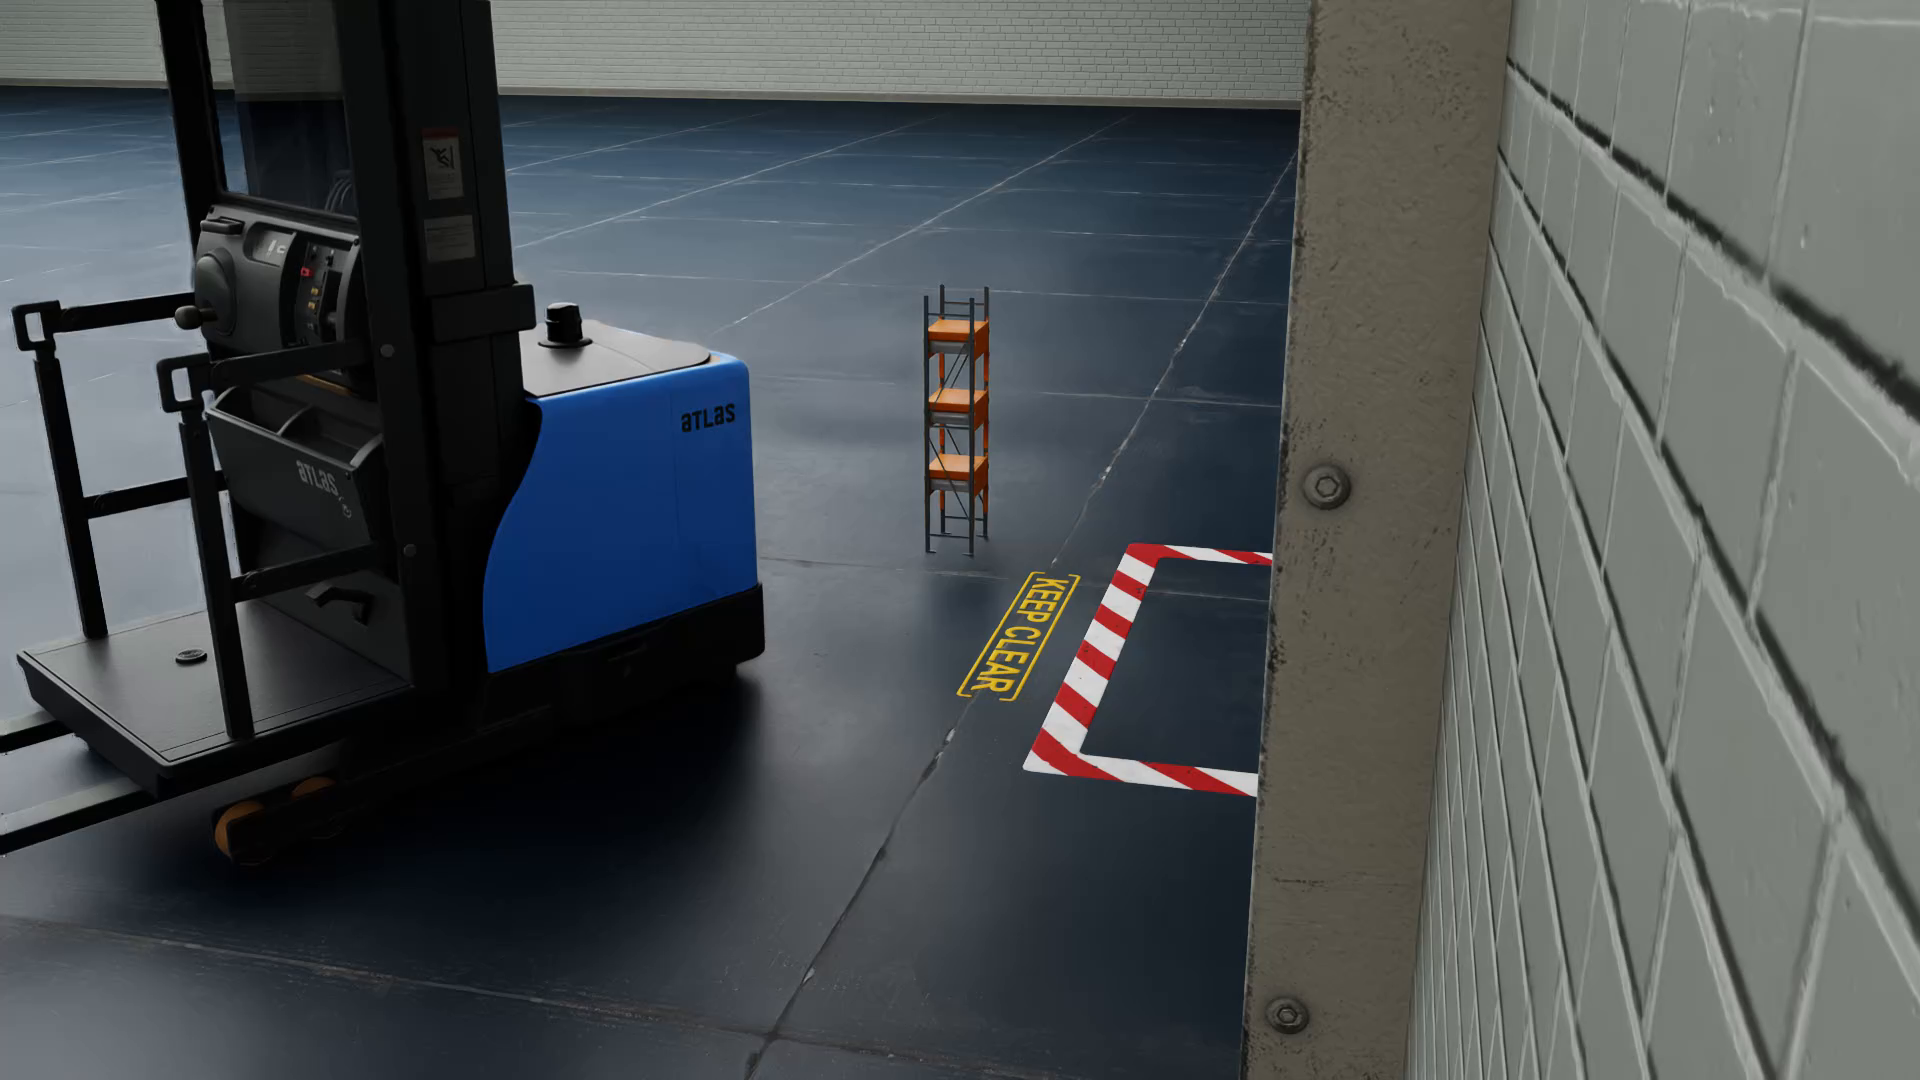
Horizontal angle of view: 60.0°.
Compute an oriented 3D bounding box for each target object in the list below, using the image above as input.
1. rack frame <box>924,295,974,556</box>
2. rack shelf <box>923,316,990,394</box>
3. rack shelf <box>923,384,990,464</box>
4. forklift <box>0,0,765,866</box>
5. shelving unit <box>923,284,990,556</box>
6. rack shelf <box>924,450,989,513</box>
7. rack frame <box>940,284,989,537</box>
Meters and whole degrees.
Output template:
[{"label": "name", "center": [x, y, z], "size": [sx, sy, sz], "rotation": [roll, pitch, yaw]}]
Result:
[{"label": "rack frame", "center": [-0.043, -0.442, 6.581], "size": [0.200, 1.050, 0.008], "rotation": [5, 19, 13]}, {"label": "rack shelf", "center": [-0.013, -0.739, 6.605], "size": [0.215, 0.259, 0.240], "rotation": [5, 19, 13]}, {"label": "rack shelf", "center": [-0.013, -0.470, 6.696], "size": [0.215, 0.259, 0.240], "rotation": [5, 19, 13]}, {"label": "forklift", "center": [-2.041, -0.713, 4.466], "size": [1.130, 2.935, 3.031], "rotation": [17, 25, 41]}, {"label": "shelving unit", "center": [-0.013, -0.480, 6.693], "size": [0.215, 1.050, 0.252], "rotation": [5, 19, 13]}, {"label": "rack shelf", "center": [-0.013, -0.207, 6.786], "size": [0.215, 0.259, 0.240], "rotation": [5, 19, 13]}, {"label": "rack frame", "center": [0.017, -0.518, 6.805], "size": [0.200, 1.050, 0.008], "rotation": [5, 19, 13]}]
